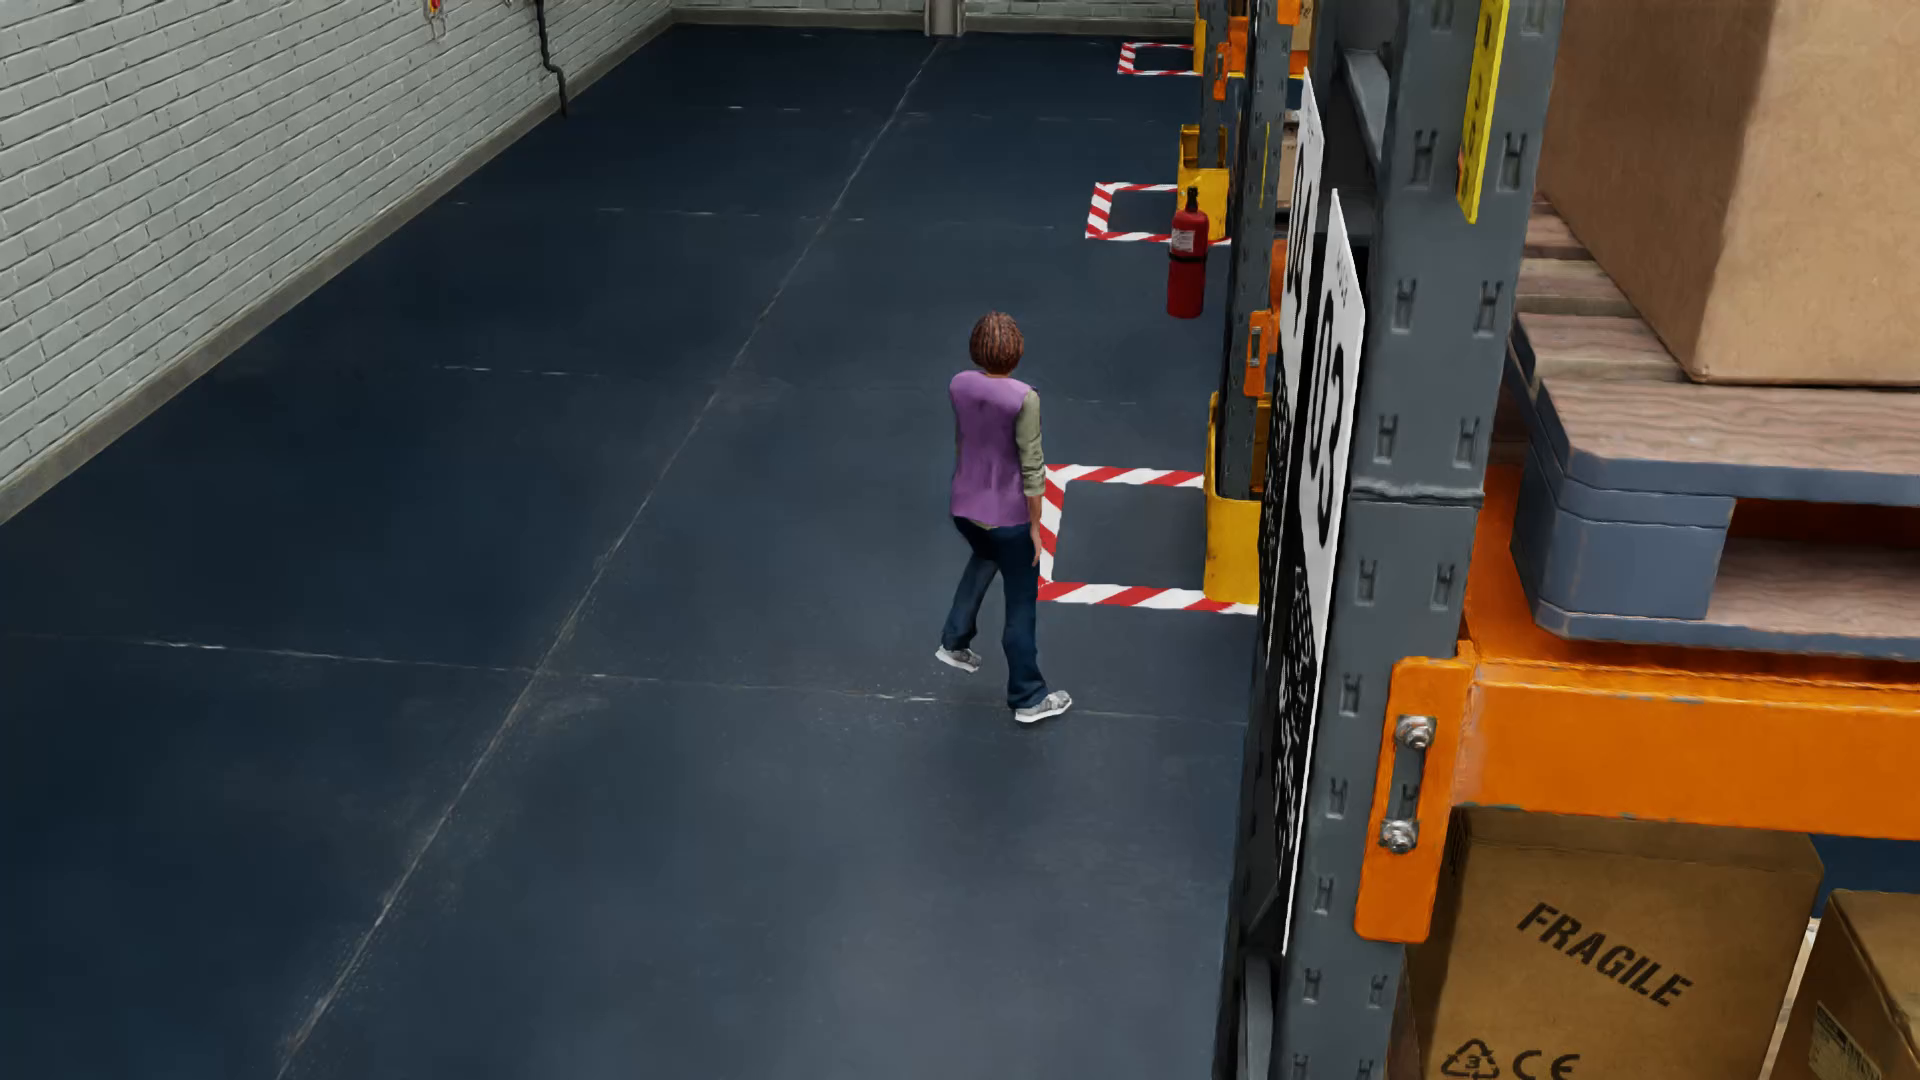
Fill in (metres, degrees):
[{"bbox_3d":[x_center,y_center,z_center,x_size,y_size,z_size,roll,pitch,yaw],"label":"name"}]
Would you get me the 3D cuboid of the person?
[{"bbox_3d":[0.193,-0.083,6.270,0.534,1.583,0.431,18,33,29],"label":"person"}]
